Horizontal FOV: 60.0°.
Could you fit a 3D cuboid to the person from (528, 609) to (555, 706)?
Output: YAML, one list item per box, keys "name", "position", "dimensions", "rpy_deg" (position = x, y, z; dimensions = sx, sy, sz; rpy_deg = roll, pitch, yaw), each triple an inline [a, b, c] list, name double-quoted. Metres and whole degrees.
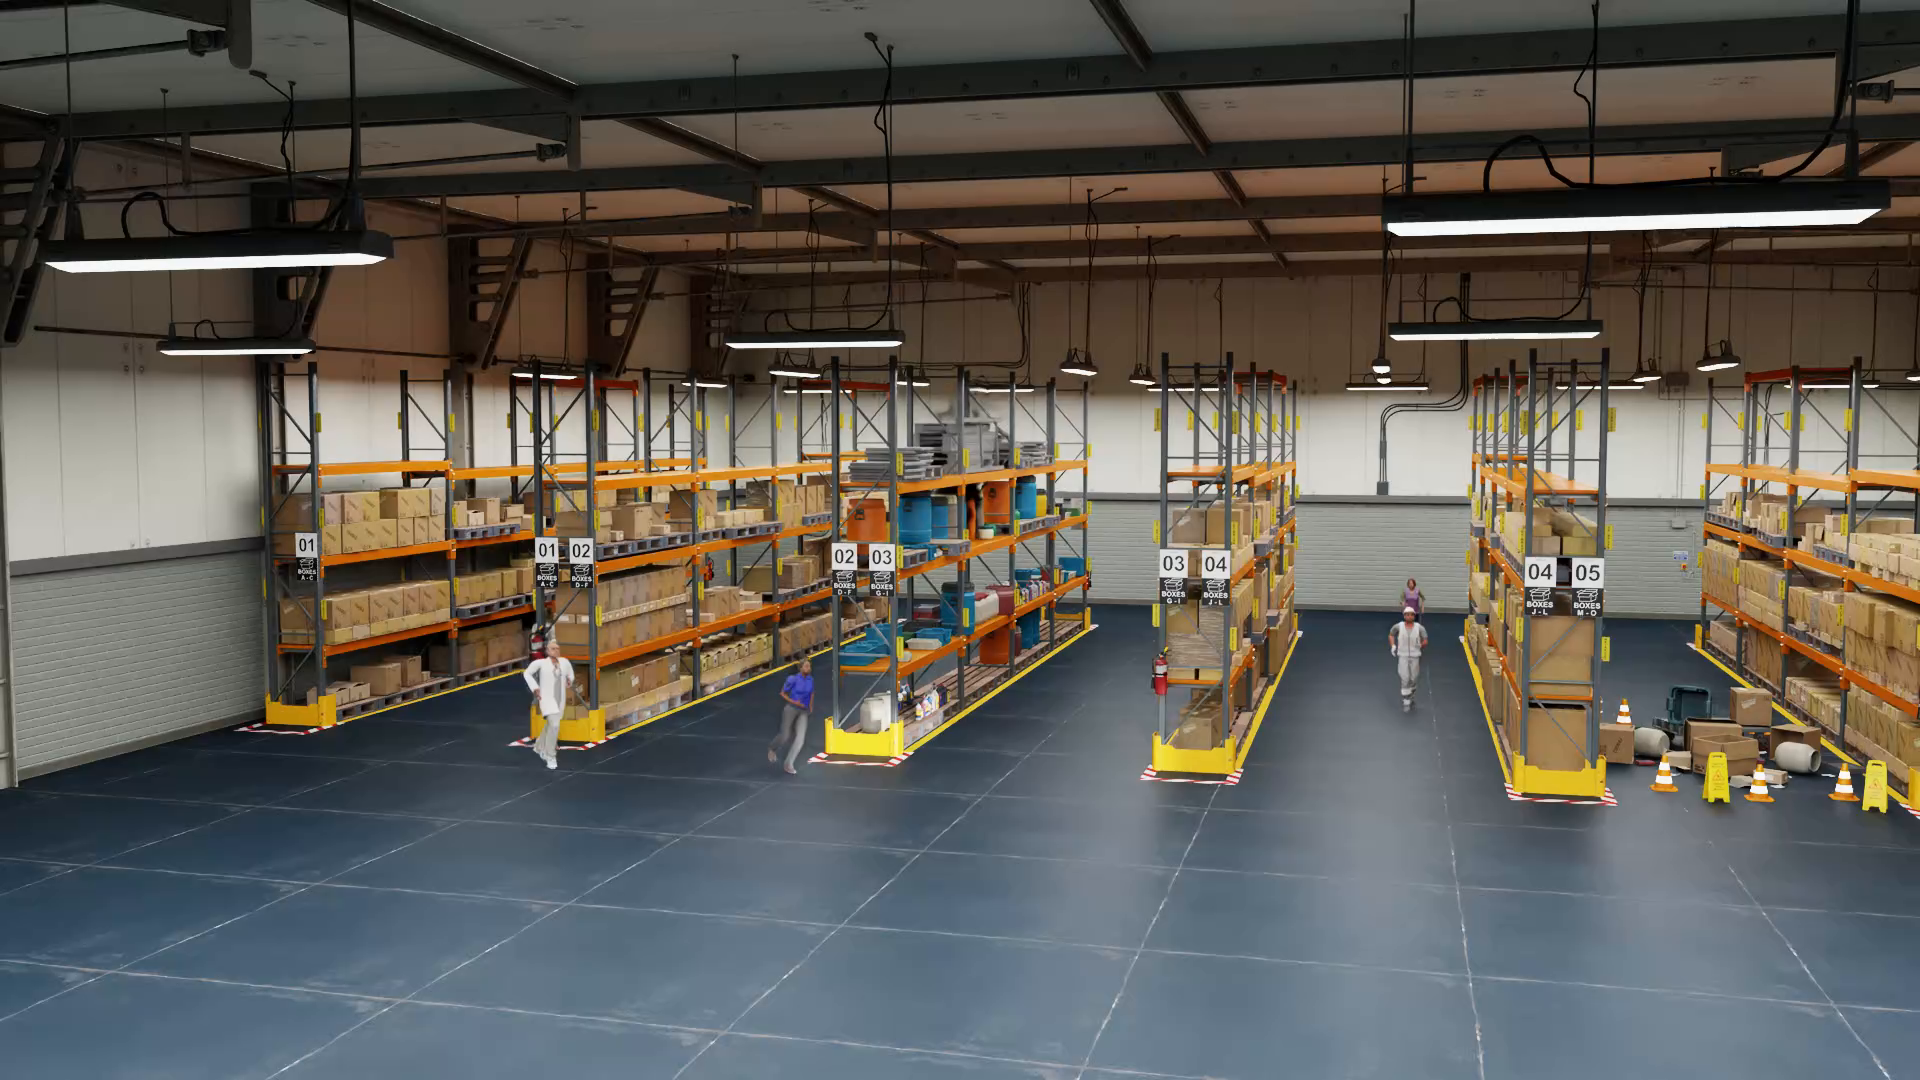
- name: "person"
  position: [-7.416, 2.053, 29.633]
  dimensions: [0.614, 1.707, 0.854]
  rpy_deg: [0, 4, 3]

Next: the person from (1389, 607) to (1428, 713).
- name: "person"
  position: [7.831, 2.058, 29.035]
  dimensions: [0.651, 1.796, 0.862]
  rpy_deg: [1, 4, 11]

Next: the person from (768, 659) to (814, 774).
- name: "person"
  position: [-2.367, 2.519, 24.104]
  dimensions: [0.629, 1.604, 0.844]
  rpy_deg: [-2, 5, -31]

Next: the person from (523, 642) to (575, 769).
- name: "person"
  position: [-6.003, 2.408, 24.436]
  dimensions: [0.802, 1.853, 0.715]
  rpy_deg: [4, 6, 44]

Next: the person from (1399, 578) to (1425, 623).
- name: "person"
  position: [9.872, 1.658, 36.350]
  dimensions: [0.555, 1.660, 0.709]
  rpy_deg: [1, 4, 17]
